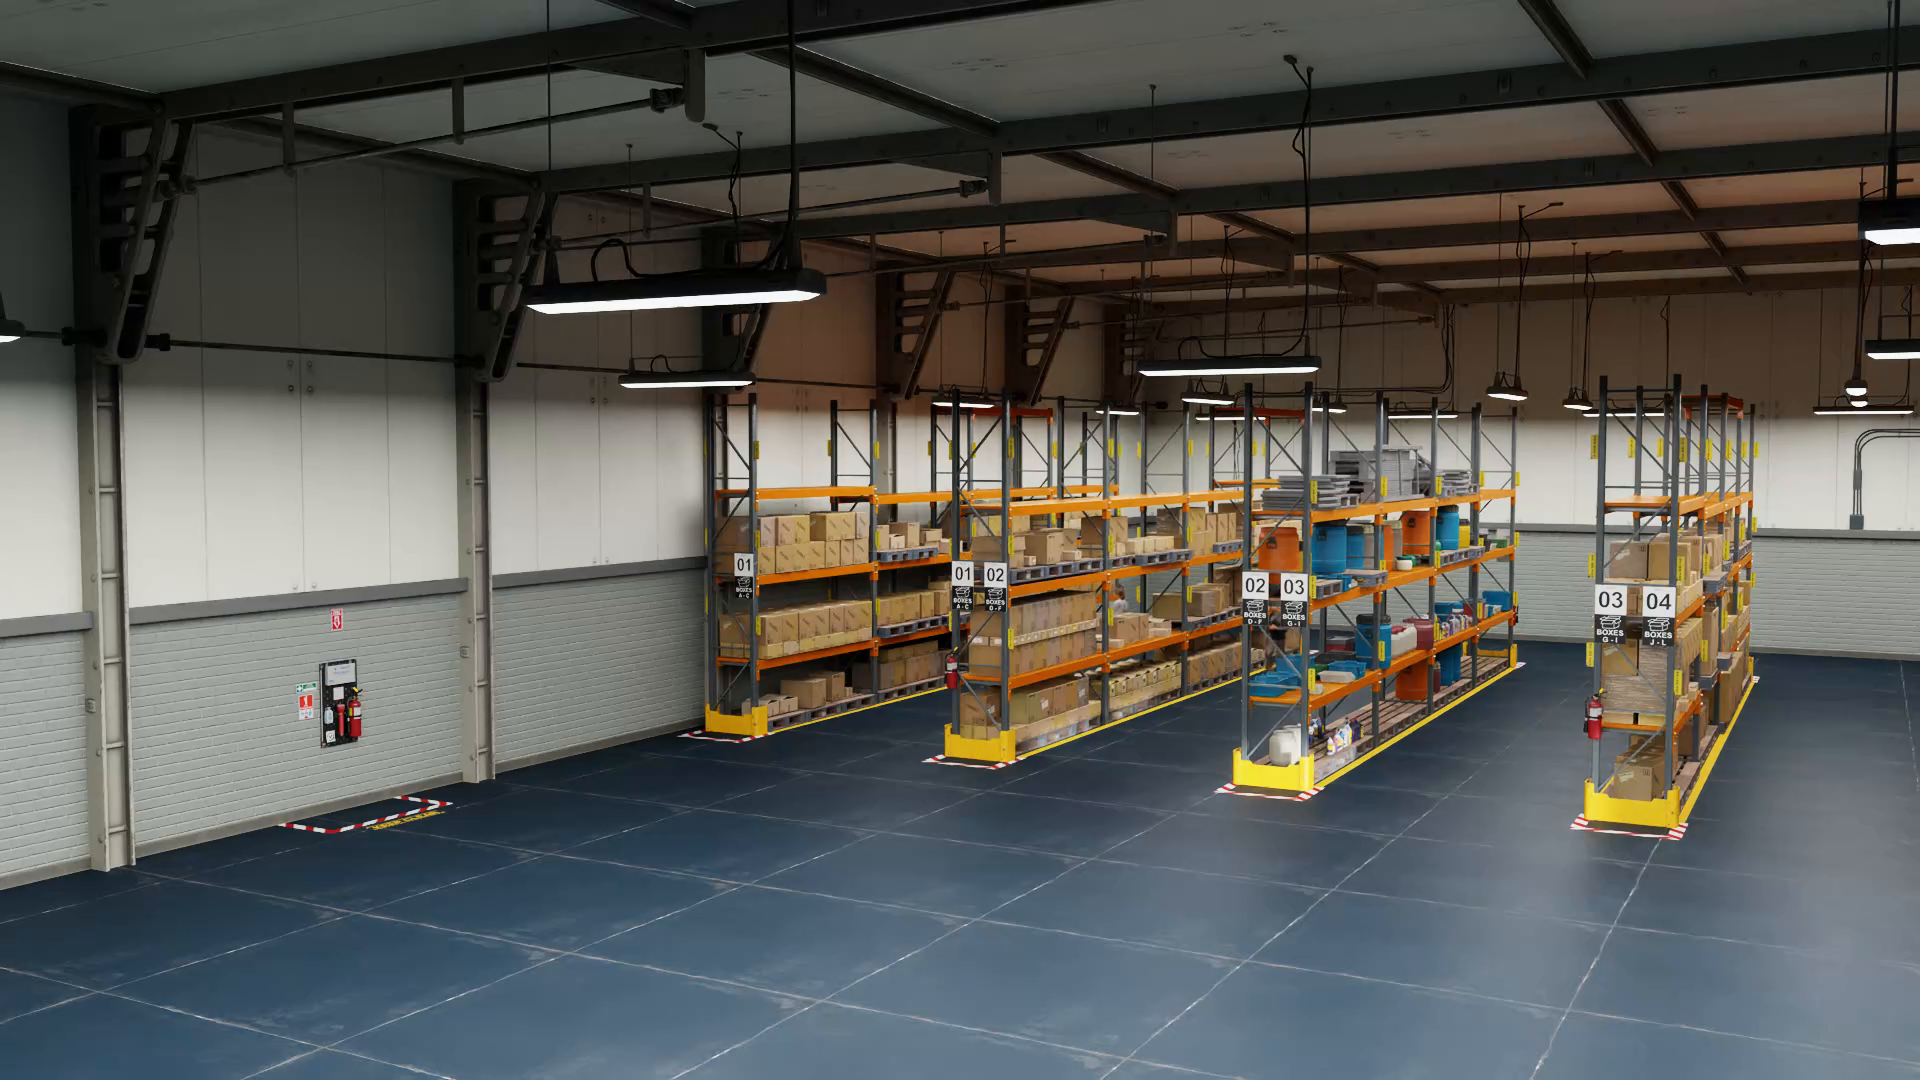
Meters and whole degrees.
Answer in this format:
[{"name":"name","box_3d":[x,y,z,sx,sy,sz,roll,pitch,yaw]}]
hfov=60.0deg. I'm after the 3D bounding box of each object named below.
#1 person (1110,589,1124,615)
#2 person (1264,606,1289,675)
[{"name":"person","box_3d":[3.755,1.998,39.935,0.369,1.672,0.515,2,4,33]},{"name":"person","box_3d":[6.861,2.173,35.956,0.580,1.695,0.996,2,3,28]}]
